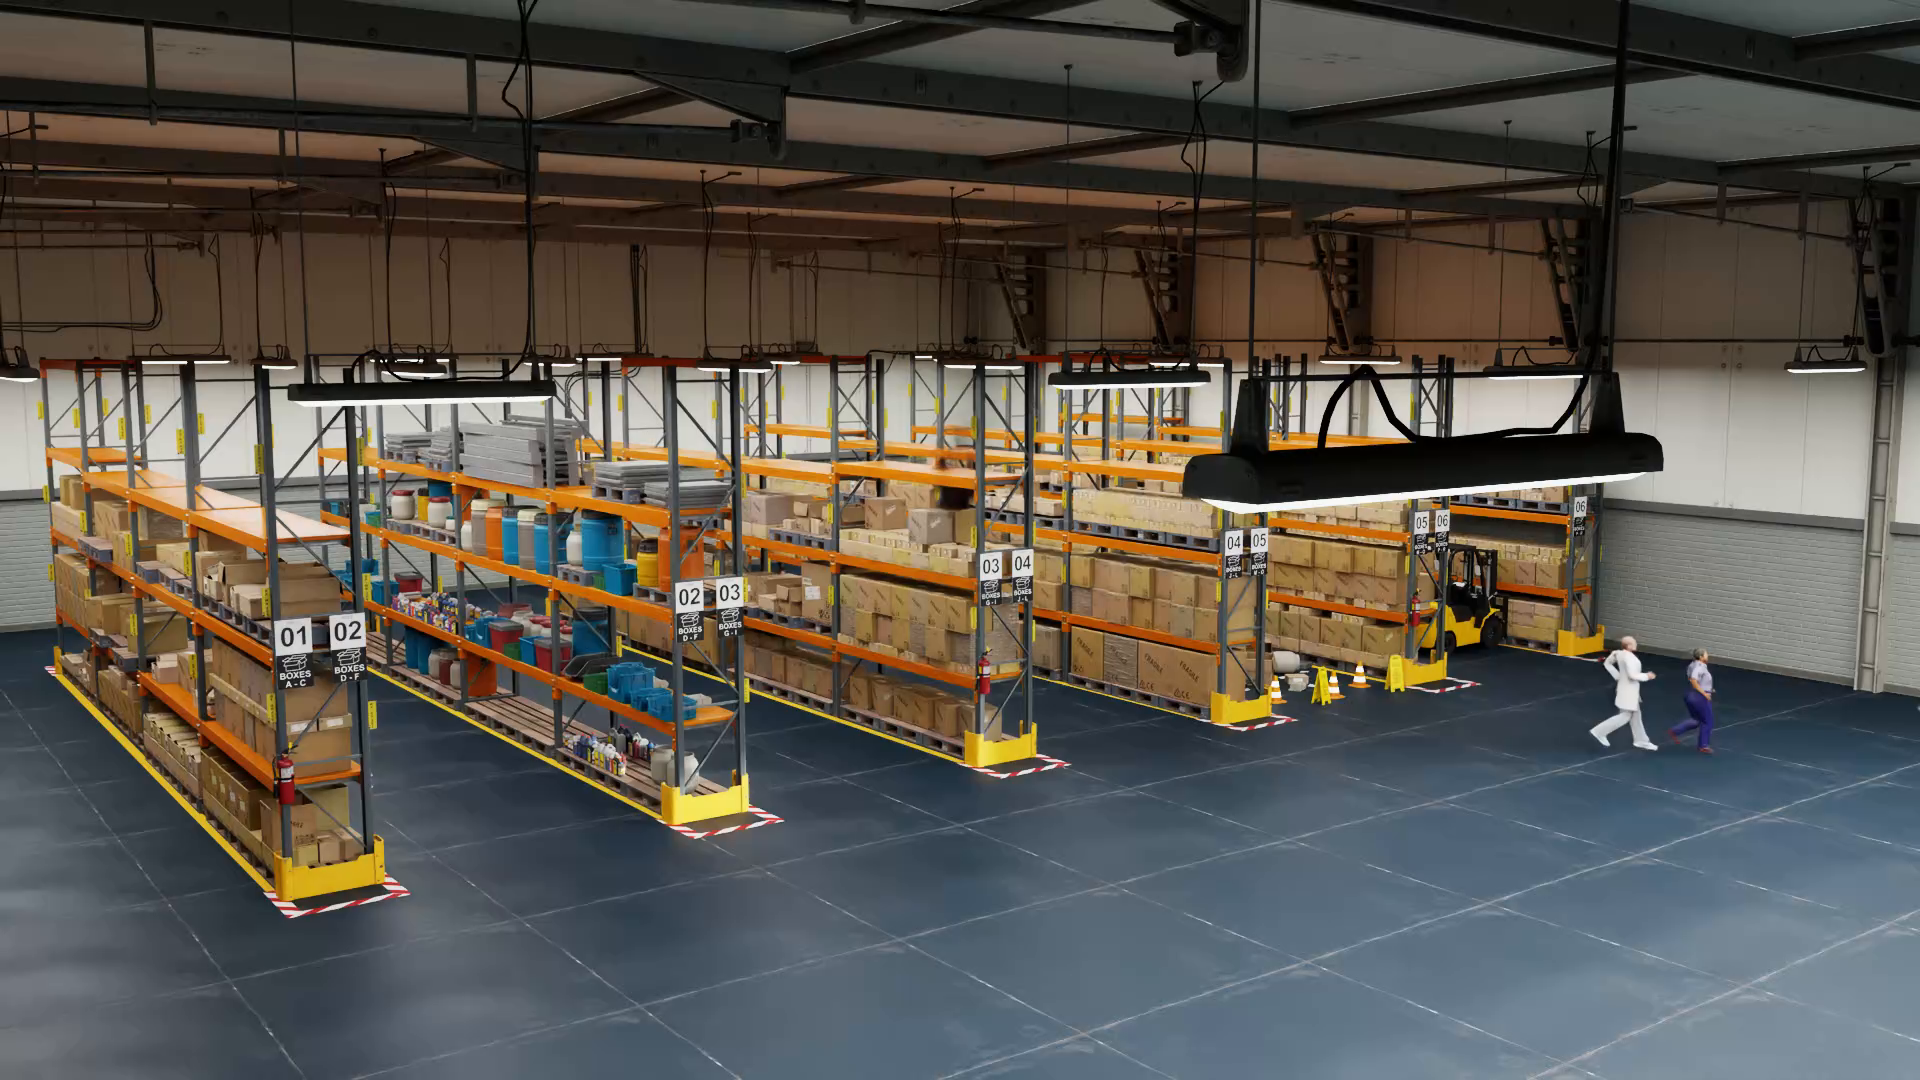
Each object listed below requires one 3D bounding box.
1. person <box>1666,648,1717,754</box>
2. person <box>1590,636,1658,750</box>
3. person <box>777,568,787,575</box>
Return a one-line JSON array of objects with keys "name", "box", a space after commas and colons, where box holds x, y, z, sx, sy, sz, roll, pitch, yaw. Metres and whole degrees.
[{"name": "person", "box": [11.328, 2.472, 25.589, 0.682, 1.628, 0.613, 1, 7, 9]}, {"name": "person", "box": [10.260, 2.359, 25.596, 1.049, 1.778, 0.710, 1, 7, 7]}, {"name": "person", "box": [-3.631, 1.432, 33.945, 0.745, 1.724, 0.533, 7, 10, 44]}]
